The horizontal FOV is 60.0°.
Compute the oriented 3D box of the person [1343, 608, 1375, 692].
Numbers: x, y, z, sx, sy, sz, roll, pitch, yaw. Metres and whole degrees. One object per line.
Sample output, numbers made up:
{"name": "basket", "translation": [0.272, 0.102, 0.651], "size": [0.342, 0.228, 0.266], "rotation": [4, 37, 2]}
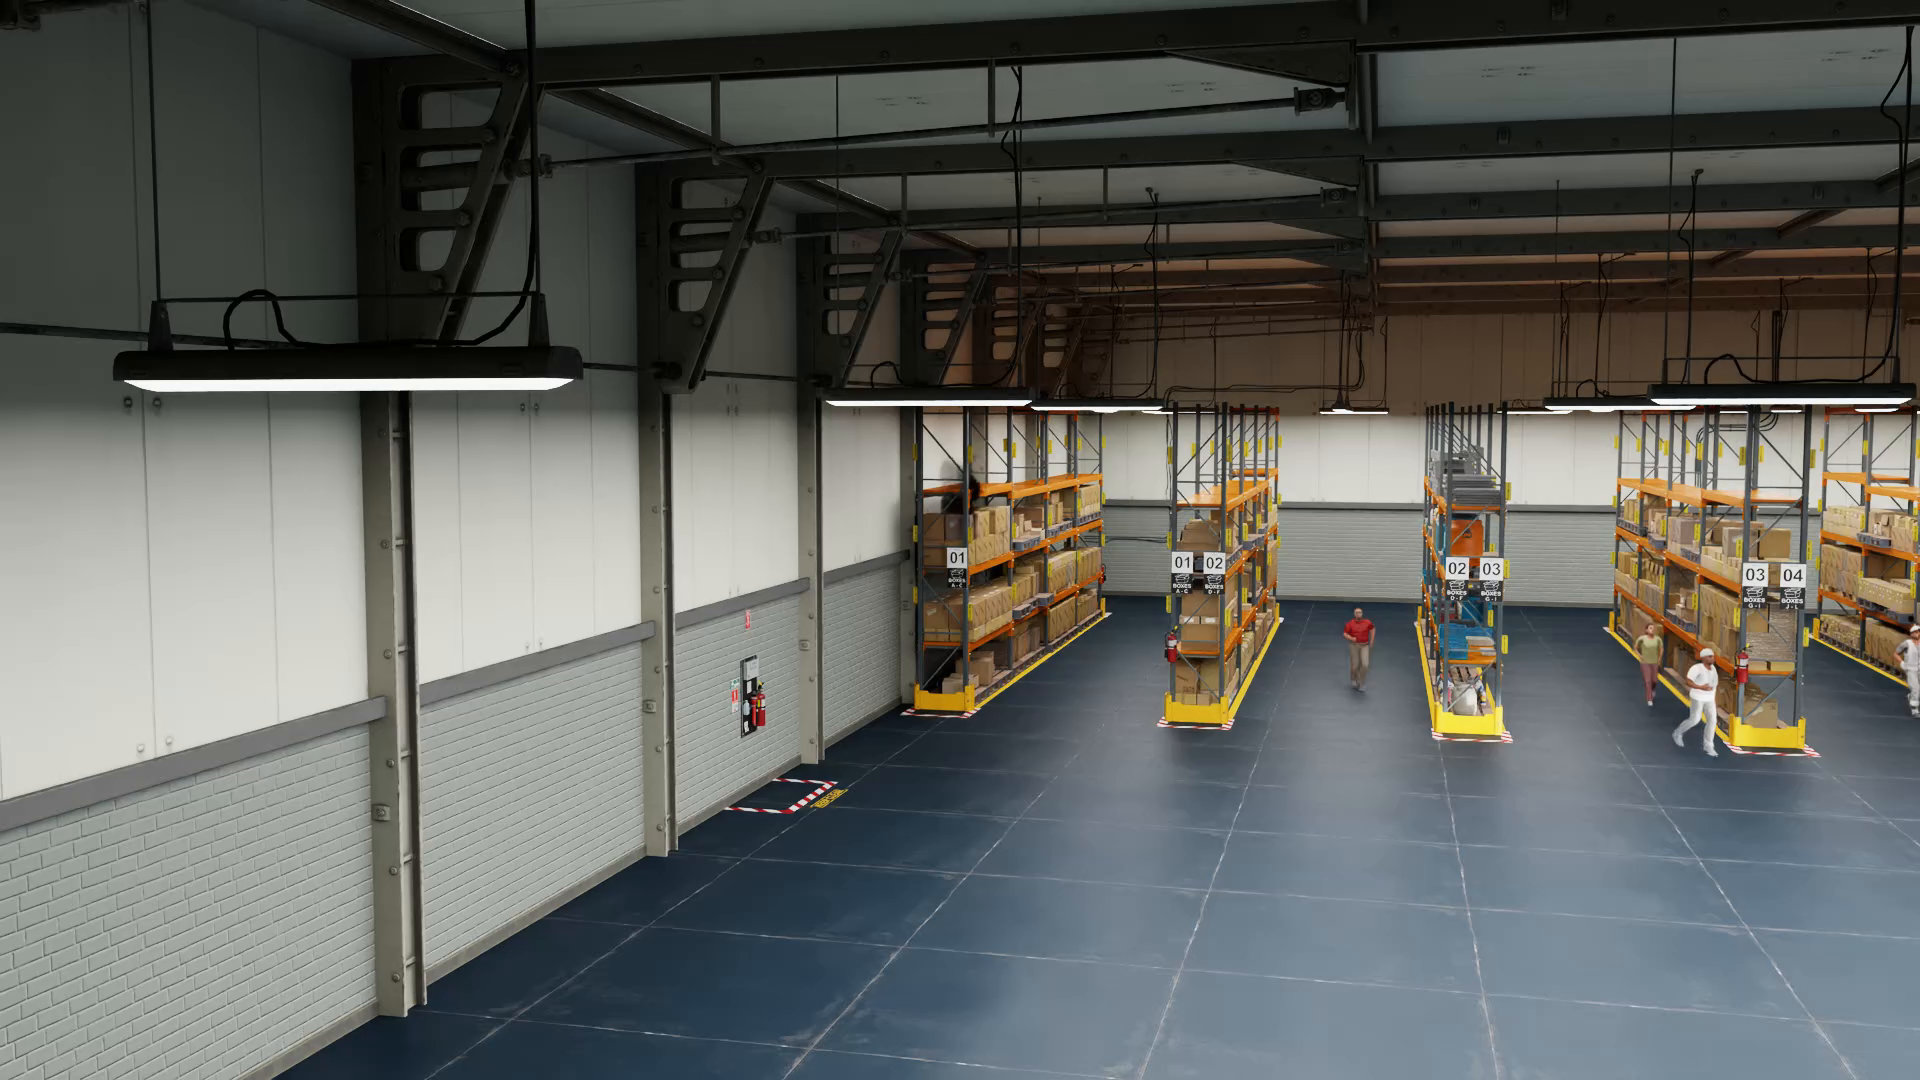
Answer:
{"name": "person", "translation": [8.374, 2.310, 34.902], "size": [0.665, 1.766, 0.723], "rotation": [1, 4, 10]}

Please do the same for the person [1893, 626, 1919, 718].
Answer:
{"name": "person", "translation": [18.227, 2.505, 31.763], "size": [0.663, 1.747, 0.780], "rotation": [0, 4, 6]}

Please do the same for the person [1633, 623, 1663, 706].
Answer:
{"name": "person", "translation": [13.736, 2.461, 33.198], "size": [0.575, 1.646, 0.622], "rotation": [1, 4, 12]}

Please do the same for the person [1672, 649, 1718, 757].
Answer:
{"name": "person", "translation": [12.692, 2.740, 28.456], "size": [0.724, 1.790, 0.889], "rotation": [-2, 5, -22]}
